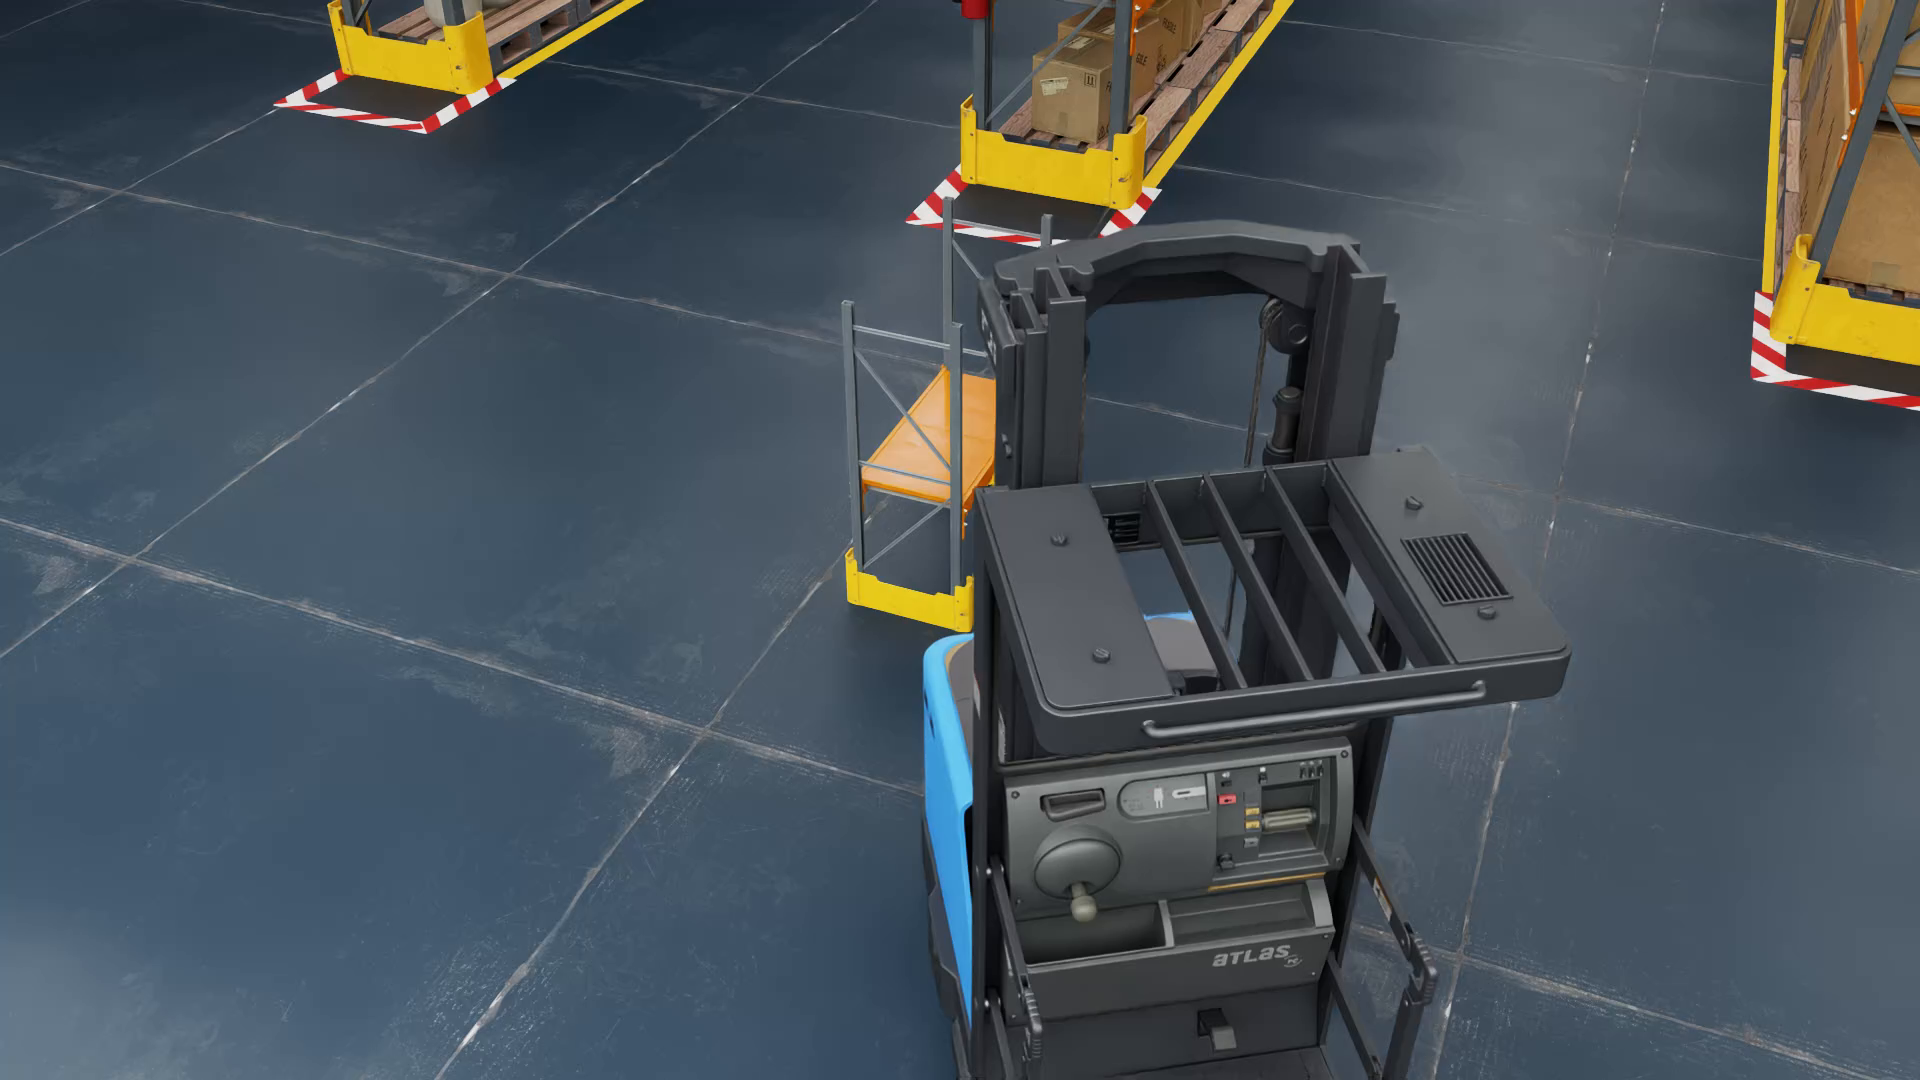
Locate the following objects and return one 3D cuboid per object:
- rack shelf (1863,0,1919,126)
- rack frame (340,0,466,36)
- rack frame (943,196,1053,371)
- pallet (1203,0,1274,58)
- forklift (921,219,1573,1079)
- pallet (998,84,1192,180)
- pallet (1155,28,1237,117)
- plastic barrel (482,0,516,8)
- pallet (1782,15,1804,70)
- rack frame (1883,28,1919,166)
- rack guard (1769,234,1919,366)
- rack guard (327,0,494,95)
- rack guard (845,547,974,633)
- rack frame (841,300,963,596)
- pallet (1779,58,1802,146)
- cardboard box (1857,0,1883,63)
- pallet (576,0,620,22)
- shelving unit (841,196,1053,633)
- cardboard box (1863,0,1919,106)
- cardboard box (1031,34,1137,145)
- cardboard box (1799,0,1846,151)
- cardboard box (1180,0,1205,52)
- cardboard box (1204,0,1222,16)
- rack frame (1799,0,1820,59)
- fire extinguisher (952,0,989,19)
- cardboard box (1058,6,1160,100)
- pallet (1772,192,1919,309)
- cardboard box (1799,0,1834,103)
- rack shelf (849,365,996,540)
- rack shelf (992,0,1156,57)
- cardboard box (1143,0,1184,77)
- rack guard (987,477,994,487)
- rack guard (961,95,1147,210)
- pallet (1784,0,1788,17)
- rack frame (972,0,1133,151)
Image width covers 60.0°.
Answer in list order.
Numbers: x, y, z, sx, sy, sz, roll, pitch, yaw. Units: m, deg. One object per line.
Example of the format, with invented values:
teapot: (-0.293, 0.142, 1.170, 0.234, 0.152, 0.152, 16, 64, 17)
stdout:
rack shelf: (5.872, -3.184, 9.942, 0.919, 0.124, 3.809, 14, 39, 18)
rack frame: (-4.018, -4.600, 11.399, 1.000, 3.000, 0.127, 14, 39, 18)
rack frame: (0.161, -0.835, 7.614, 0.500, 1.500, 0.032, 14, 39, 18)
pallet: (1.862, -4.190, 13.179, 1.003, 0.211, 1.213, 14, 39, 18)
forklift: (0.618, 0.831, 4.190, 1.130, 2.935, 3.031, -6, 37, -8)
pallet: (0.933, -2.839, 11.372, 1.003, 0.211, 1.213, 14, 39, 18)
pallet: (1.399, -3.512, 12.272, 1.003, 0.211, 1.213, 14, 39, 18)
plastic barrel: (-3.647, -4.431, 12.900, 0.421, 0.512, 0.421, 0, 37, 0)
pallet: (6.857, -3.828, 12.696, 1.003, 0.211, 1.213, 14, 39, 18)
rack frame: (5.108, -2.287, 8.304, 0.949, 2.616, 0.053, 14, 39, 18)
rack guard: (5.102, -1.272, 9.034, 1.175, 0.500, 0.348, 14, 39, 18)
rack guard: (-4.033, -3.652, 12.218, 1.175, 0.500, 0.348, 14, 39, 18)
rack guard: (-0.218, 0.218, 7.250, 0.587, 0.250, 0.087, 14, 39, 18)
rack frame: (-0.226, -0.272, 6.861, 0.500, 1.500, 0.032, 14, 39, 18)
pallet: (6.271, -2.981, 11.562, 1.003, 0.211, 1.213, 14, 39, 18)
cardboard box: (5.399, -2.872, 8.961, 0.875, 0.550, 0.550, 14, 39, 18)
pallet: (-3.253, -4.658, 13.805, 1.003, 0.211, 1.213, 14, 39, 18)
shelving unit: (-0.029, -0.559, 7.245, 0.587, 1.500, 1.083, 14, 39, 18)
cardboard box: (5.210, -2.562, 8.547, 0.875, 0.550, 0.550, 14, 39, 18)
cardboard box: (0.816, -2.981, 10.970, 0.500, 0.500, 0.500, 21, 42, 26)
cardboard box: (5.989, -2.986, 10.663, 0.875, 0.875, 0.875, 14, 39, 18)
cardboard box: (1.521, -3.961, 12.281, 0.500, 0.500, 0.500, 11, 38, 14)
cardboard box: (1.684, -4.323, 12.765, 0.500, 0.500, 0.500, 27, 45, 32)
rack frame: (6.633, -4.501, 11.266, 1.000, 3.000, 0.127, 14, 39, 18)
fire extinguisher: (0.093, -3.483, 9.969, 0.296, 0.674, 0.183, 14, 39, 18)
cardboard box: (1.011, -3.320, 11.423, 0.500, 0.500, 0.500, 25, 43, 29)
pallet: (5.343, -1.630, 9.754, 1.003, 0.211, 1.213, 14, 39, 18)
cardboard box: (6.329, -3.486, 11.332, 0.875, 0.875, 0.875, 14, 39, 18)
rack shelf: (-0.032, -0.409, 7.345, 0.538, 0.185, 1.000, 14, 39, 18)
rack shelf: (1.323, -4.291, 11.587, 1.077, 0.370, 4.000, 14, 39, 18)
cardboard box: (1.267, -3.662, 11.881, 0.500, 0.500, 0.500, 18, 40, 22)
rack guard: (0.160, -0.334, 7.988, 0.587, 0.250, 0.087, 14, 39, 18)
rack guard: (0.591, -2.513, 10.694, 1.175, 0.500, 0.348, 14, 39, 18)
pallet: (7.319, -4.506, 13.602, 1.003, 0.211, 1.213, 14, 39, 18)
rack frame: (0.562, -3.472, 9.890, 1.000, 3.000, 0.127, 14, 39, 18)
